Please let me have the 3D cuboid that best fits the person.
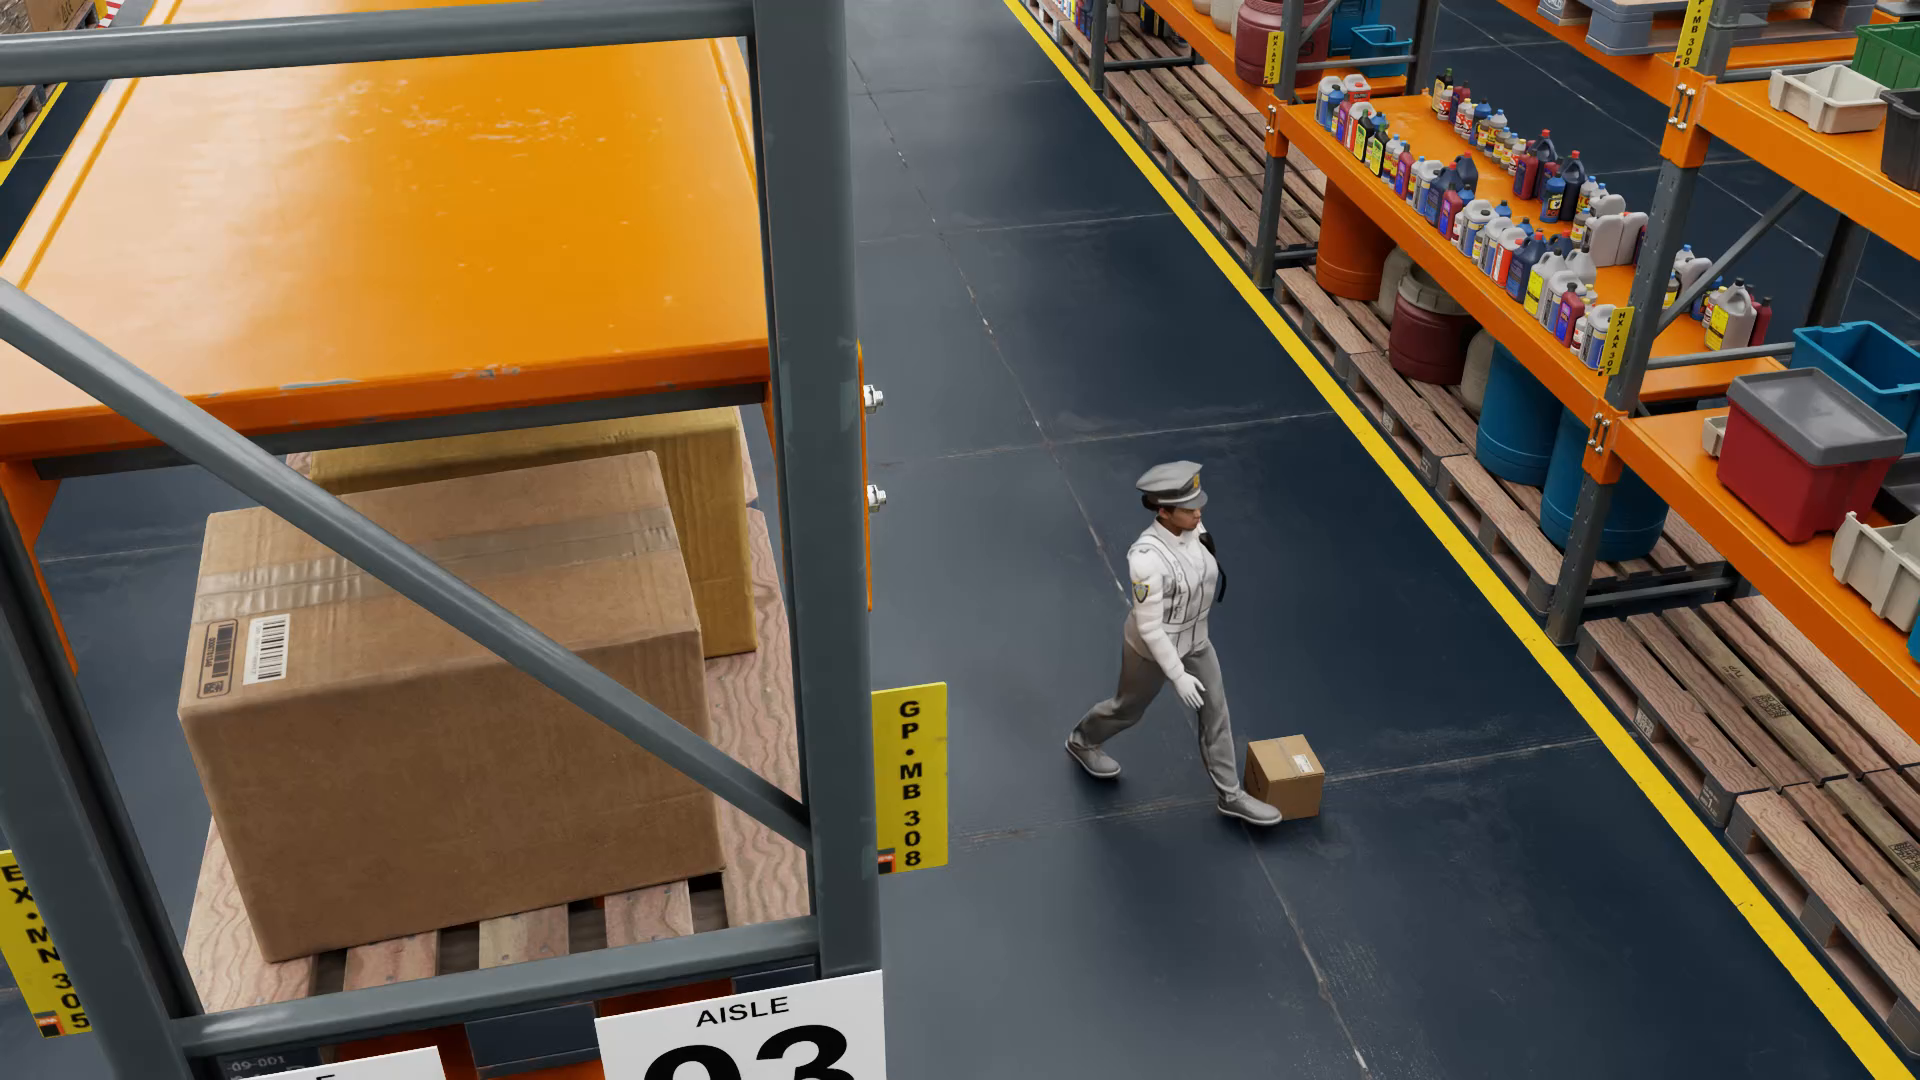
[{"bbox_3d":[0.890,0.429,6.716,0.985,1.625,0.495,27,43,34],"label":"person"}]
